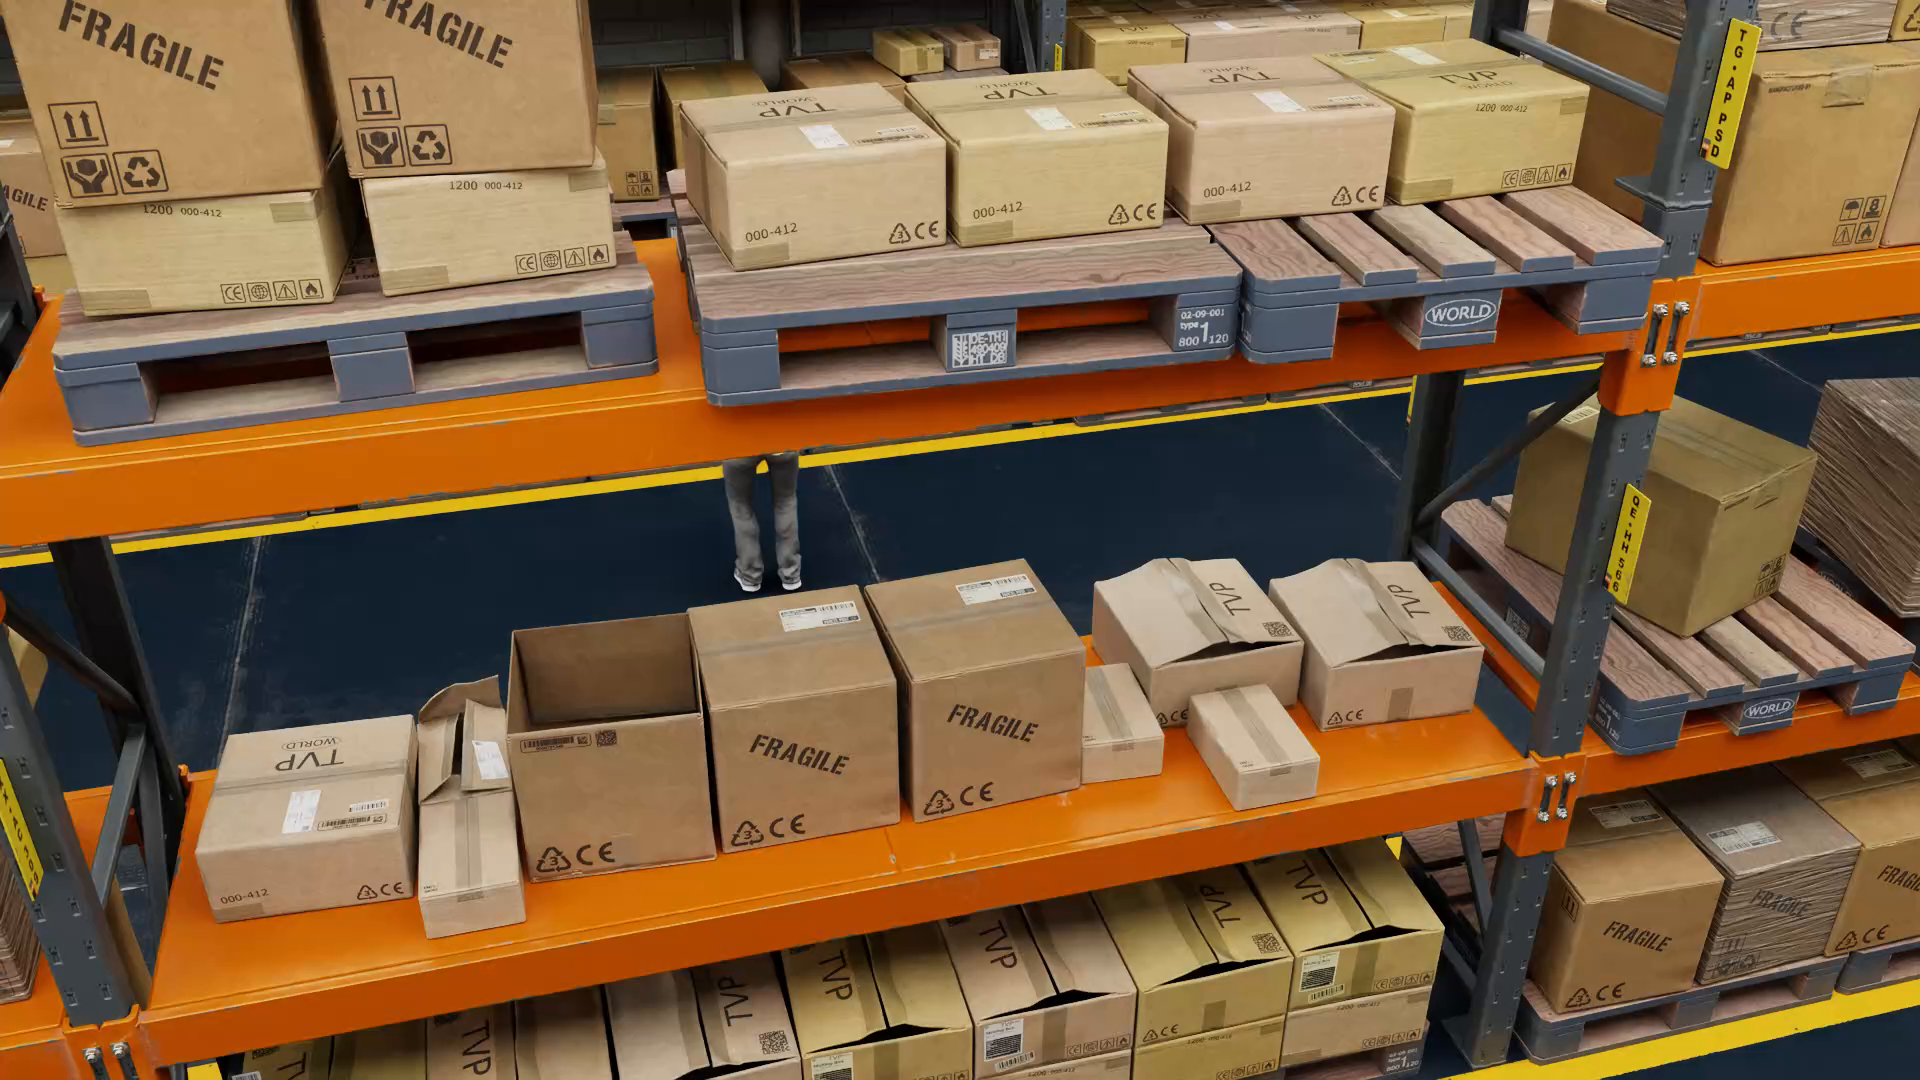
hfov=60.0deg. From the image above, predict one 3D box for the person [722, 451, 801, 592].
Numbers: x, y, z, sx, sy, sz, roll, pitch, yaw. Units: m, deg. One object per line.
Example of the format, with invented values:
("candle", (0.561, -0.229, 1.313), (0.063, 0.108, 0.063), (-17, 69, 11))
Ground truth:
("person", (-0.970, -0.494, 7.881), (0.374, 1.577, 0.525), (-9, 32, -14))
